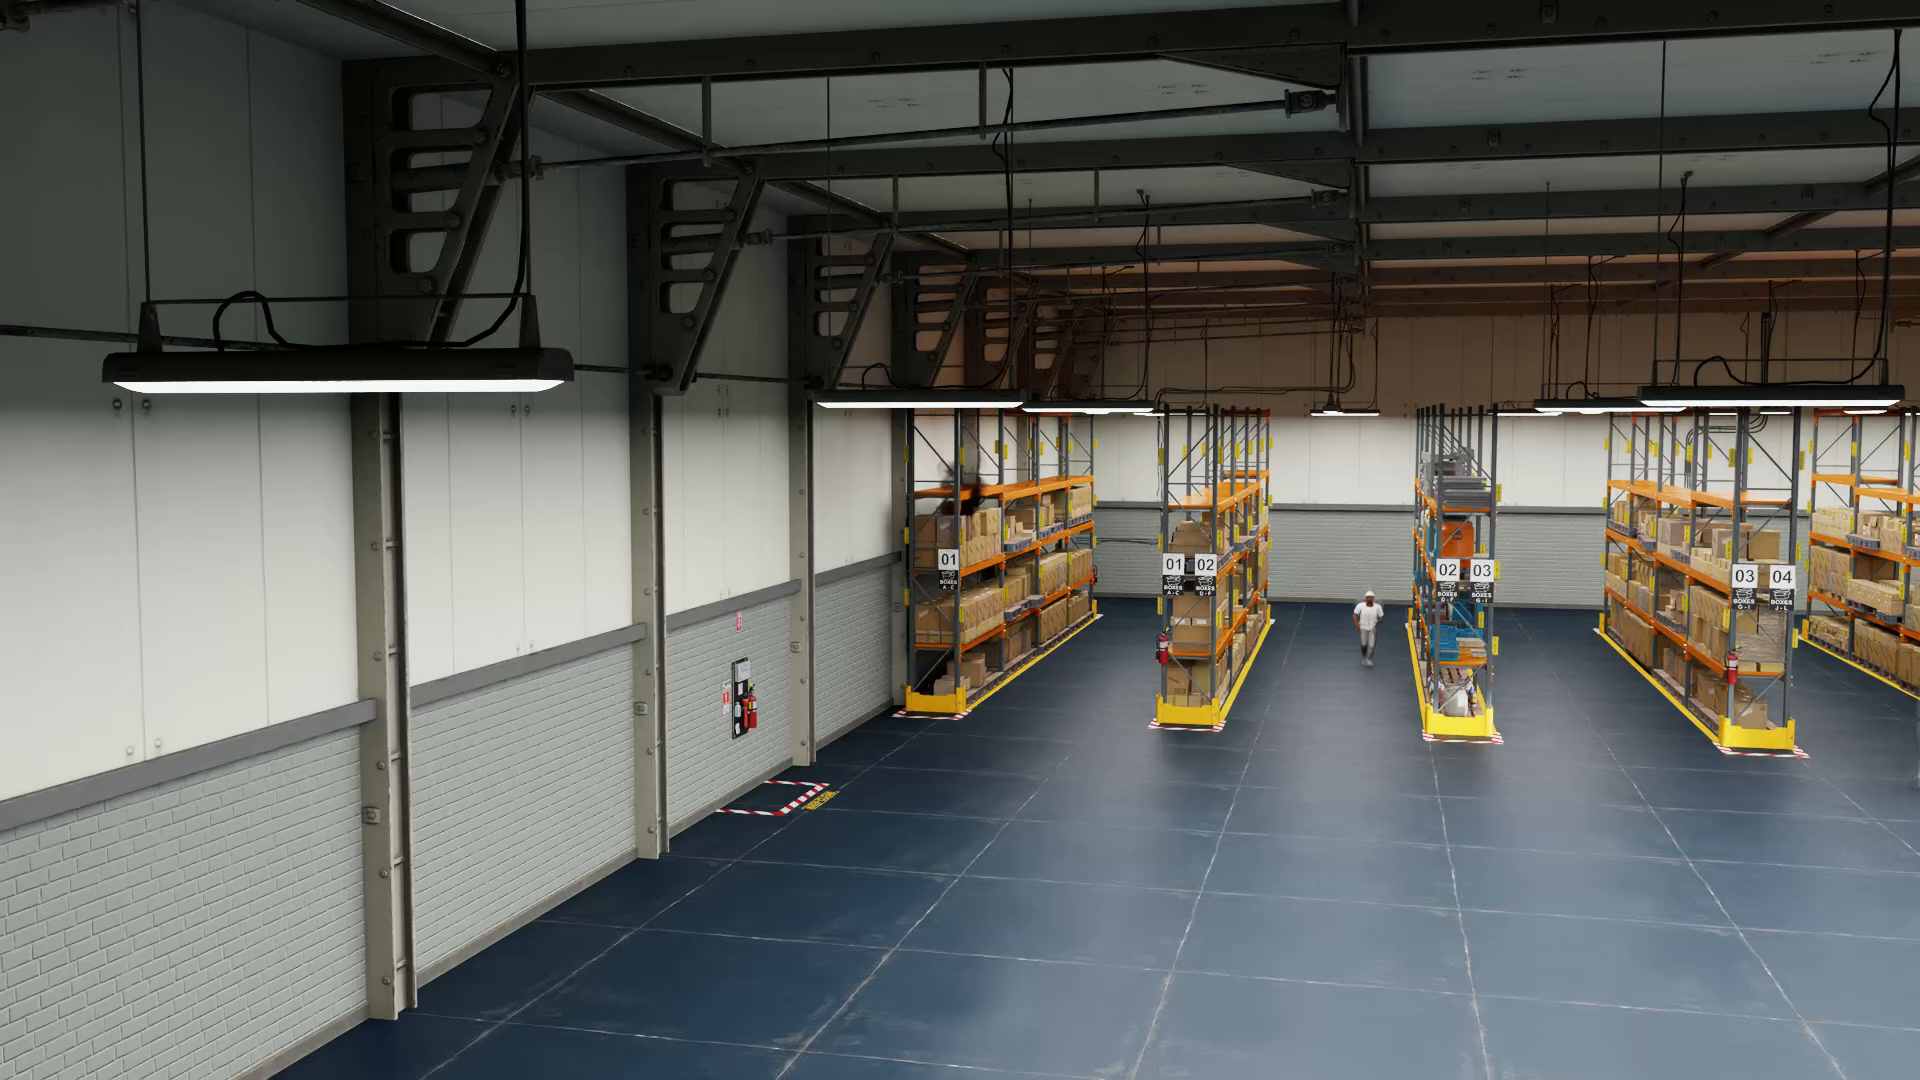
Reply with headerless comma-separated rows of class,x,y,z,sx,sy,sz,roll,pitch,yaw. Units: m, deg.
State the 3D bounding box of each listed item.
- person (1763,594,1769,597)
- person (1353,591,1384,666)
person,20.537,1.811,42.565,0.653,1.624,0.548,1,4,18
person,9.437,2.061,38.421,0.679,1.749,0.534,1,4,11
